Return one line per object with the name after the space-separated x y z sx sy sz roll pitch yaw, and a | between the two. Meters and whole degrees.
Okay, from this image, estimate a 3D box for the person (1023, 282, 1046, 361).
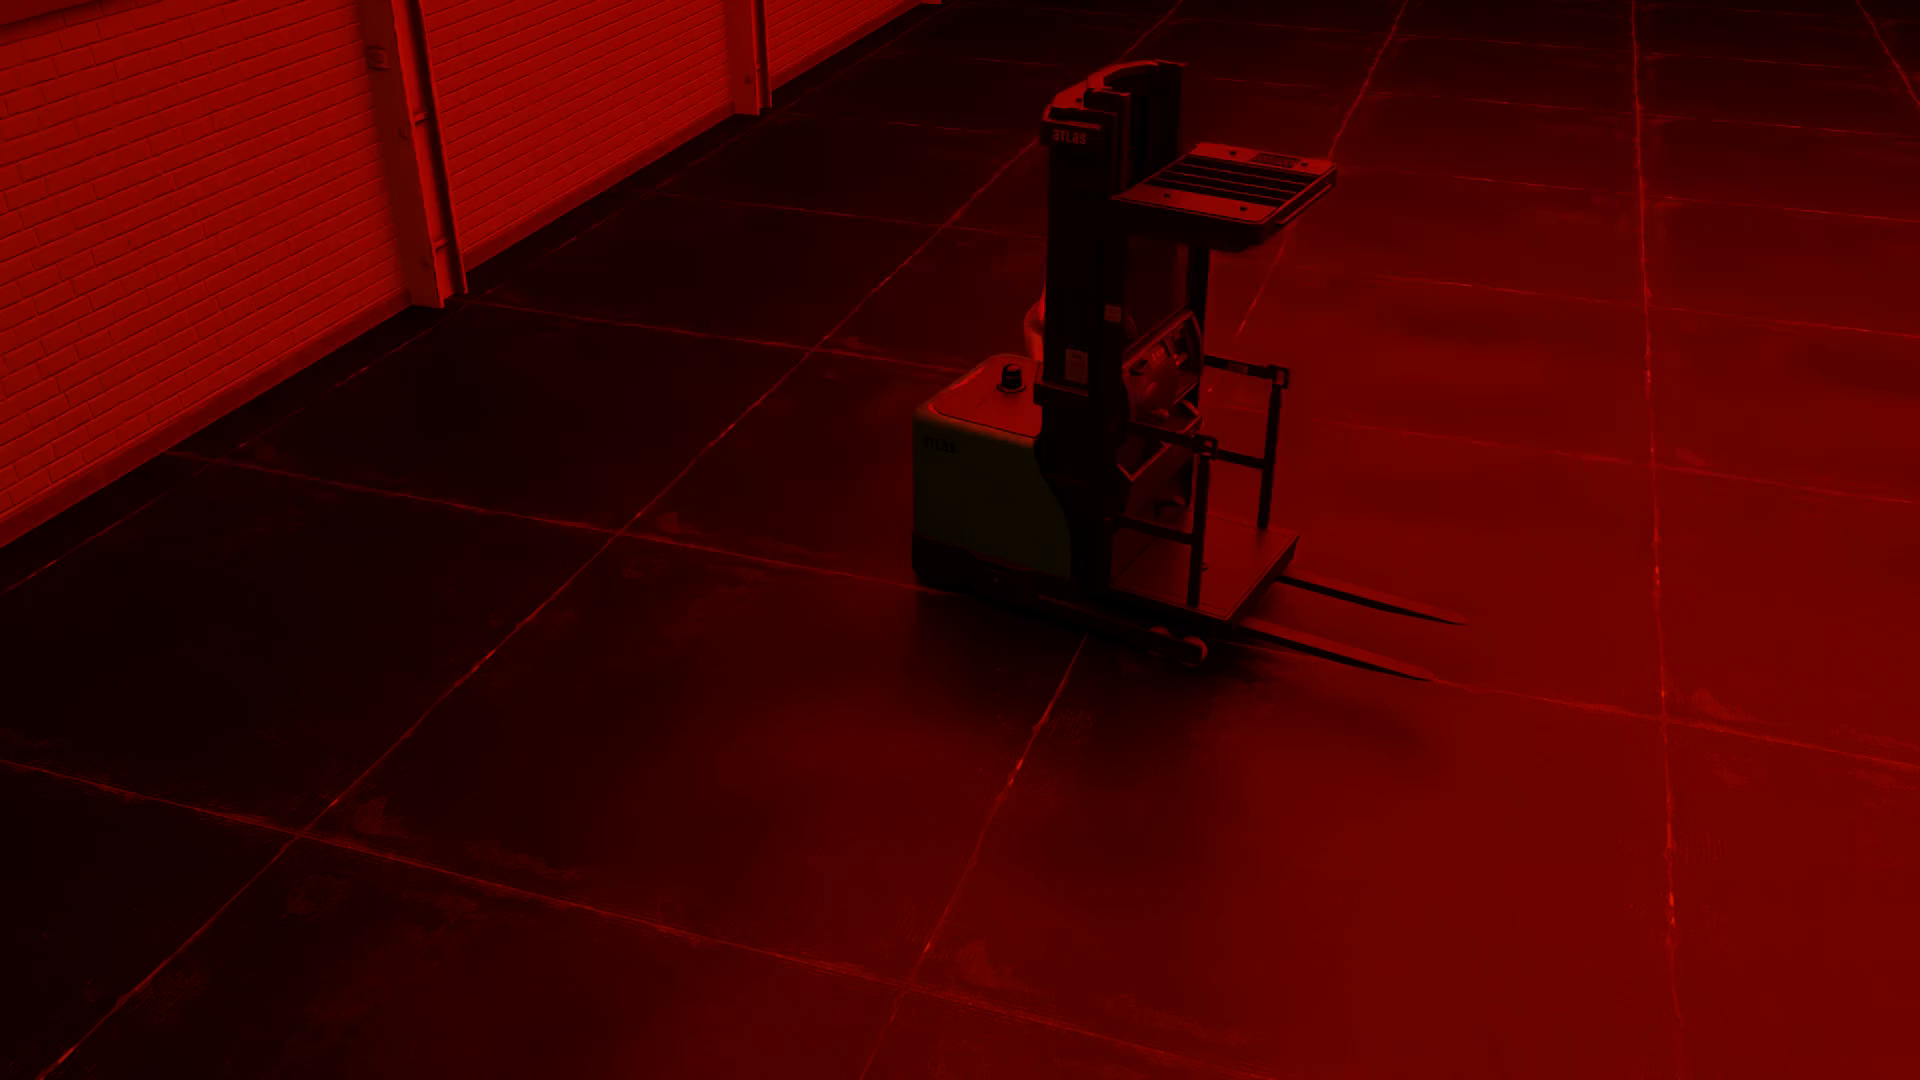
0.724 -1.659 11.413 0.666 1.587 0.601 -12 32 -20 | person

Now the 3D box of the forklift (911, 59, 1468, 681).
1.250 -0.893 8.704 3.031 2.935 1.130 16 34 26 | forklift
